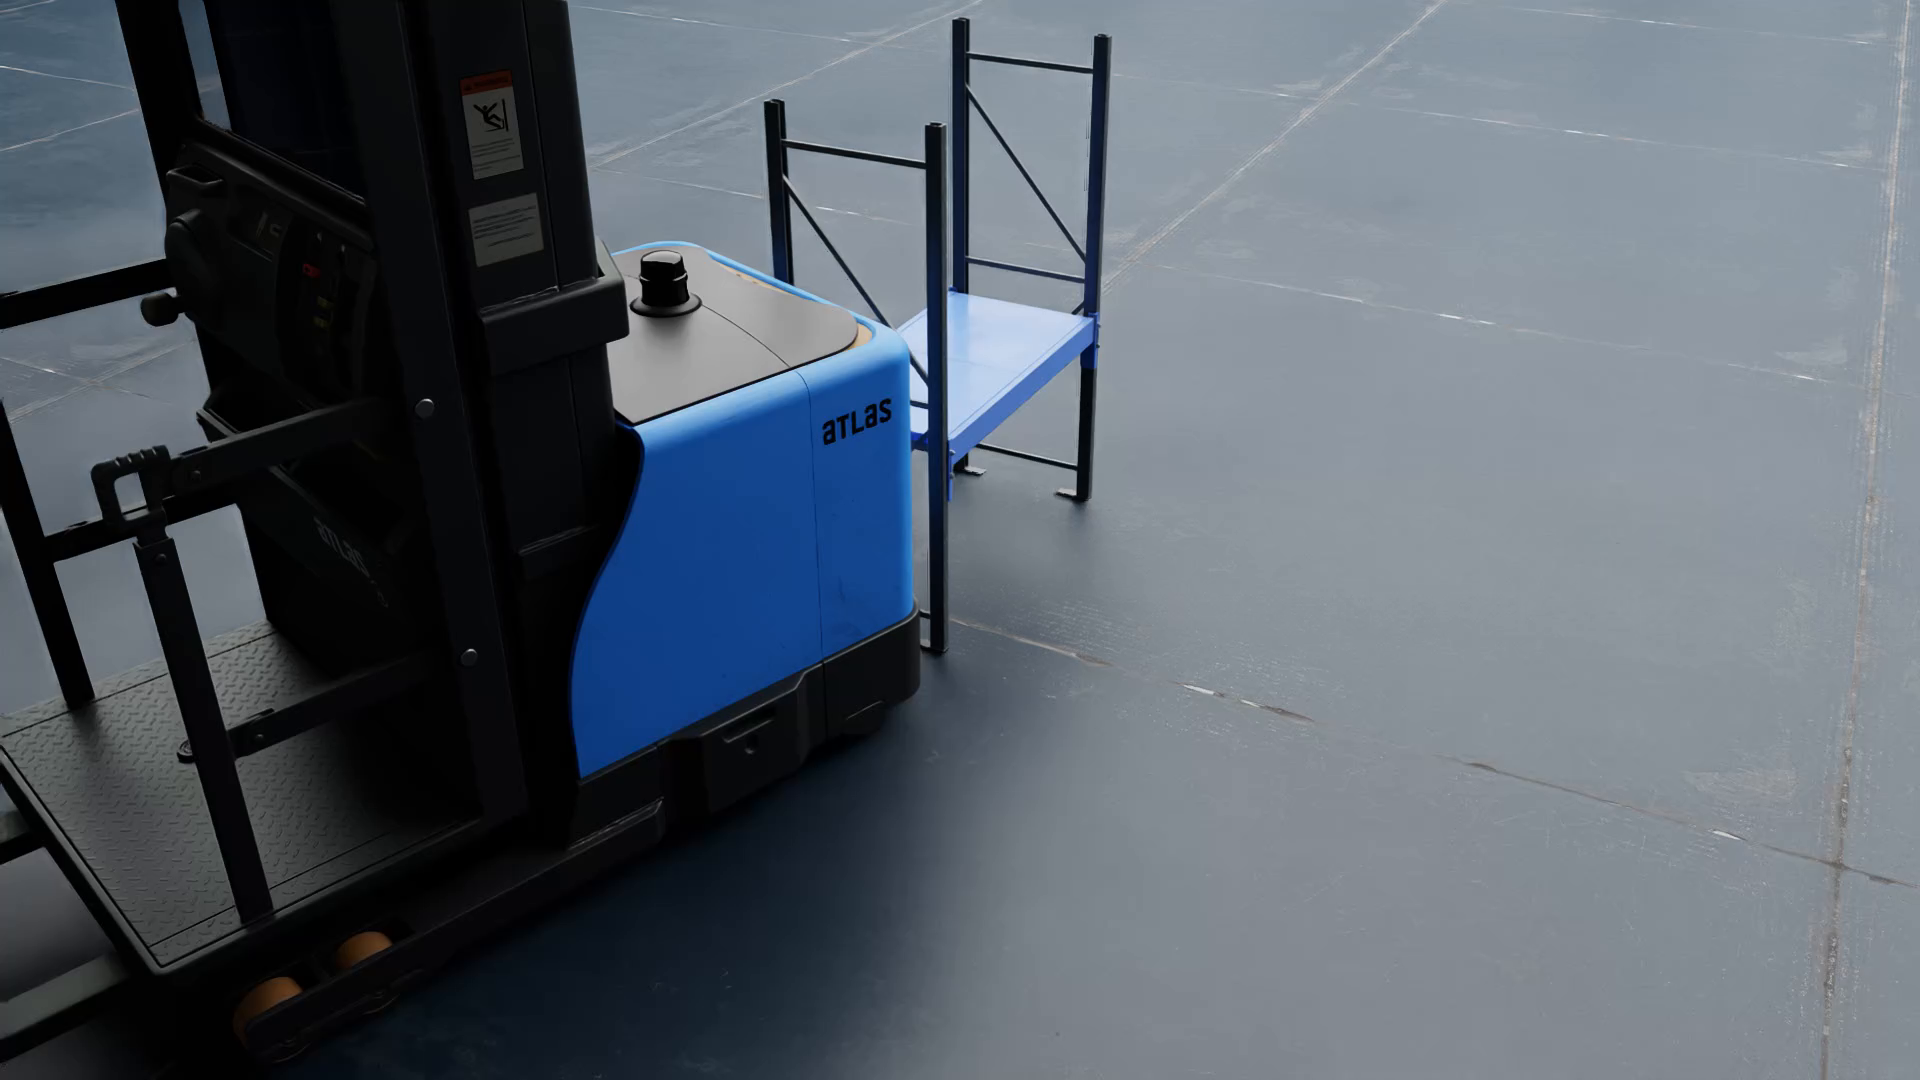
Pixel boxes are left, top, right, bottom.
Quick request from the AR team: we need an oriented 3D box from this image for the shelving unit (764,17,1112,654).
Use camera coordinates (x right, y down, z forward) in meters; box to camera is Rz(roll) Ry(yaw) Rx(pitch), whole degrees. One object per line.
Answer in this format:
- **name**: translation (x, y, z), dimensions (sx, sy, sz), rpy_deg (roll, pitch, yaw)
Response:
- **shelving unit**: translation (-0.027, -0.618, 4.819), dimensions (0.538, 1.500, 1.048), rpy_deg (14, 33, 23)

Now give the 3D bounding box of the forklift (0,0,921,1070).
- **forklift**: translation (-1.525, -0.500, 3.178), dimensions (3.031, 2.935, 1.130), rpy_deg (-25, 38, -36)

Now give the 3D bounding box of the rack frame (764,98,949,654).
- **rack frame**: translation (-0.260, -0.393, 4.428), dimensions (0.500, 1.500, 0.032), rpy_deg (14, 33, 23)

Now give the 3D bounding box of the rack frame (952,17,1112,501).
- **rack frame**: translation (0.206, -0.843, 5.211), dimensions (0.500, 1.500, 0.032), rpy_deg (14, 33, 23)

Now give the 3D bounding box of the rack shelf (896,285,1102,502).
- **rack shelf**: translation (-0.027, -0.462, 4.909), dimensions (0.538, 0.185, 1.000), rpy_deg (14, 33, 23)
